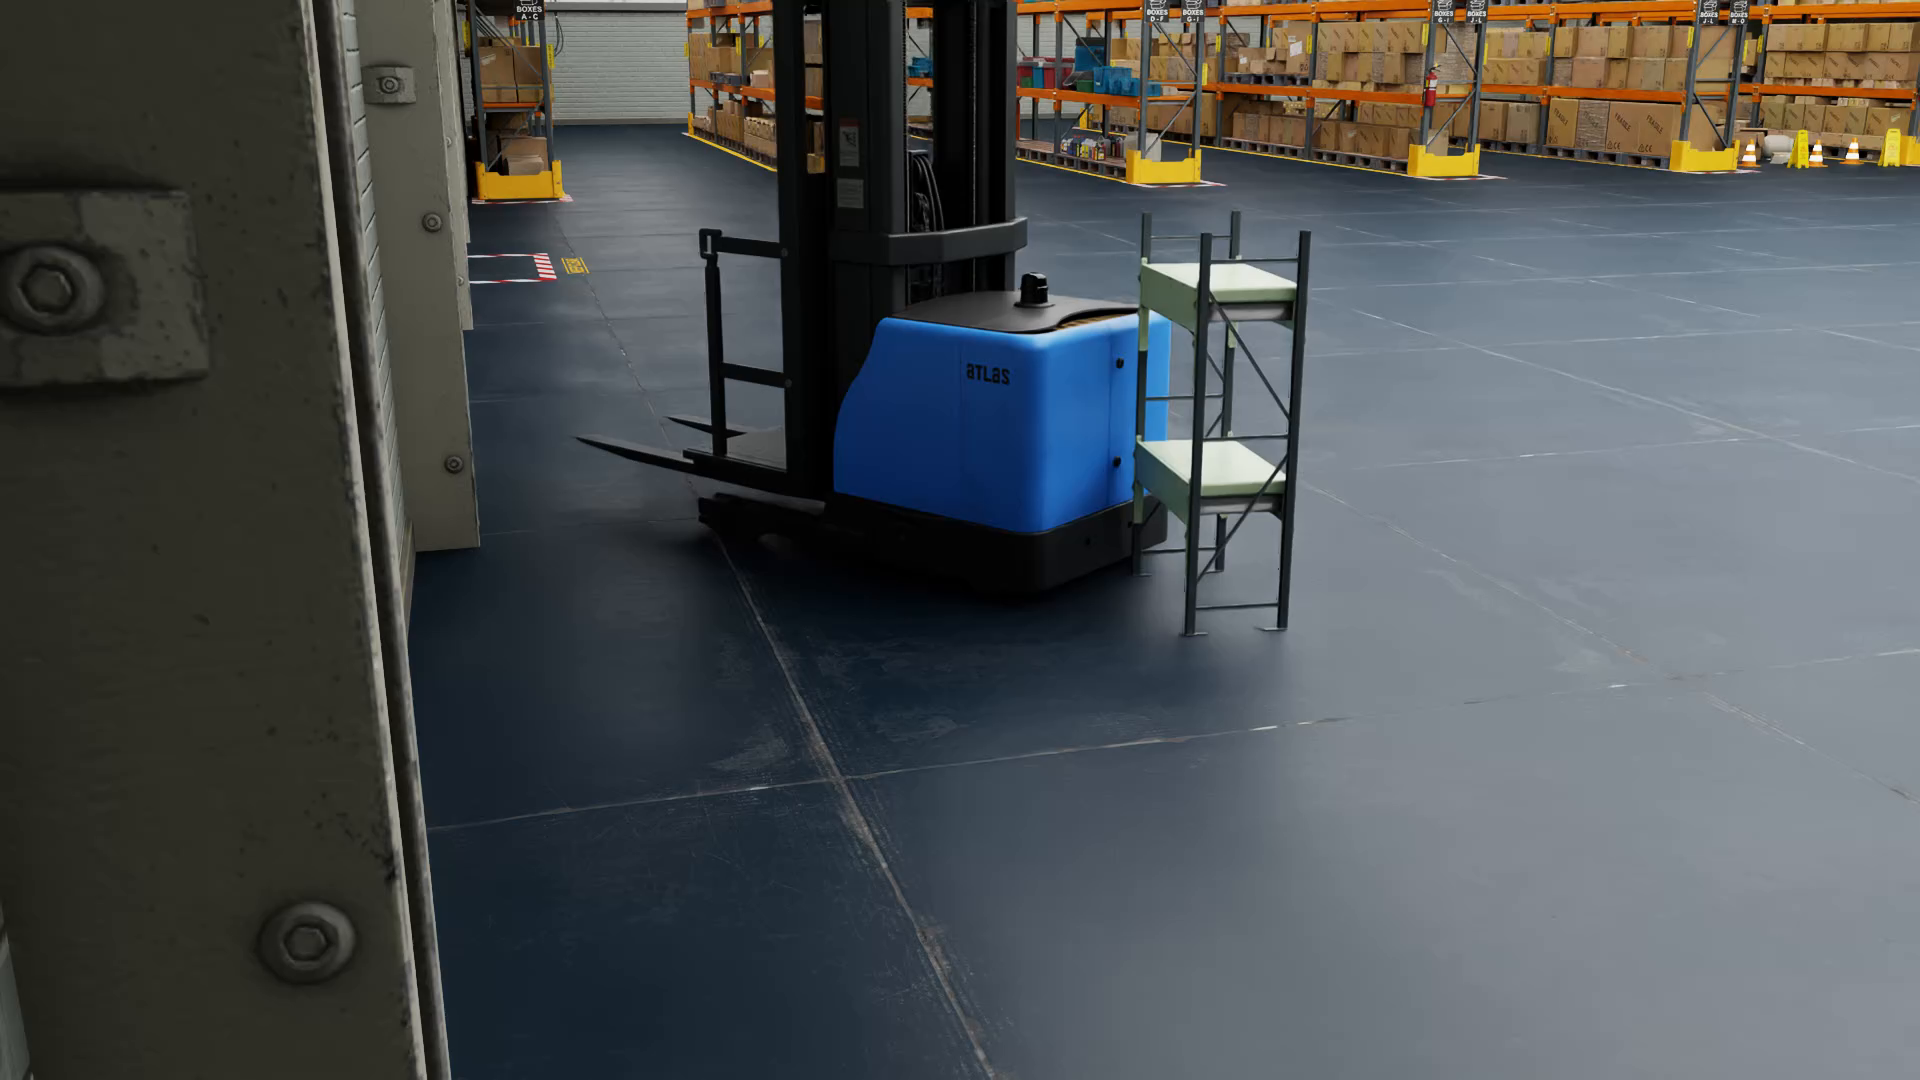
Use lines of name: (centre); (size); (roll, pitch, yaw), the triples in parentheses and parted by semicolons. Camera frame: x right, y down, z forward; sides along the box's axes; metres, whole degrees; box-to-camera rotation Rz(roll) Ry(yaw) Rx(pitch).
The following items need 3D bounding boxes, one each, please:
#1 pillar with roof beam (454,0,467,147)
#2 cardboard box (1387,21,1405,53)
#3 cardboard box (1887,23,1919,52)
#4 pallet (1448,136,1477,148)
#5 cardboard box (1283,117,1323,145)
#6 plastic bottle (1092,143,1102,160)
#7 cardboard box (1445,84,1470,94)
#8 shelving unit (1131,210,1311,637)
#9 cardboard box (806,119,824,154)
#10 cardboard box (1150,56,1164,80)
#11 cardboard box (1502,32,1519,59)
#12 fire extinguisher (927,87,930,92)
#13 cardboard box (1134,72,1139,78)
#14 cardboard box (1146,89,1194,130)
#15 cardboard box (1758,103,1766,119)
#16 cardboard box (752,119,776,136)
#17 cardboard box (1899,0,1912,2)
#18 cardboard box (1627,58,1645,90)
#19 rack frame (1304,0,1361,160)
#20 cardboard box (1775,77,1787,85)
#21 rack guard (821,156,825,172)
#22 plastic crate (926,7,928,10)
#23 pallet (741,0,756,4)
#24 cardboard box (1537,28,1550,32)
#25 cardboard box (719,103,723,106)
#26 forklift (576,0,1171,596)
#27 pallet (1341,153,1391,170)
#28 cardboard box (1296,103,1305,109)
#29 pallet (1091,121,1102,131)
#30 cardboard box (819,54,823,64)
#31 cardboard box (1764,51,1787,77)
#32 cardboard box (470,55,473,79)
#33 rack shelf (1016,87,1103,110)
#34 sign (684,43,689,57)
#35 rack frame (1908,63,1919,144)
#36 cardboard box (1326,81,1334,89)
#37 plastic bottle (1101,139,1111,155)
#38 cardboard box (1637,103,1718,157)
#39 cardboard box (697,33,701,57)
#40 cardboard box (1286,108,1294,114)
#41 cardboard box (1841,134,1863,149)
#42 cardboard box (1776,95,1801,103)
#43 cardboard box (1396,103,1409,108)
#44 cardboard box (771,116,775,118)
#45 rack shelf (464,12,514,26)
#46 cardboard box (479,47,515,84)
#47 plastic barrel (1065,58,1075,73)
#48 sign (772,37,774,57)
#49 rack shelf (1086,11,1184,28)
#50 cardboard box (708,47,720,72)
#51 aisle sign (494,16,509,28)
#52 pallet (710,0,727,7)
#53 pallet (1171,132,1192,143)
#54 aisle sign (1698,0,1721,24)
pillar with roof beam: (-6.431, -12.961, 34.959); (9.100, 9.000, 0.400); (-5, 17, -15)
cardboard box: (7.508, -8.418, 27.832); (0.500, 0.500, 0.500); (-5, 17, -15)
cardboard box: (17.218, -9.055, 29.953); (0.700, 0.500, 0.500); (-5, 17, -17)
pallet: (10.782, -8.496, 35.368); (1.003, 0.211, 1.213); (-5, 17, -15)
cardboard box: (6.679, -7.903, 32.128); (0.700, 0.500, 0.500); (-5, 17, -16)
plastic bottle: (2.308, -6.538, 27.973); (0.152, 0.276, 0.135); (-5, 17, -15)
cardboard box: (8.191, -7.455, 27.494); (0.380, 0.149, 0.250); (-5, 17, -15)
shelving unit: (0.977, -0.470, 6.411); (0.431, 1.500, 0.755); (-3, 17, -10)
cardboard box: (-2.209, -6.340, 26.089); (0.500, 0.500, 0.500); (-5, 17, -15)
cardboard box: (4.628, -10.698, 37.680); (0.500, 0.500, 0.500); (-5, 17, -15)
cardboard box: (11.313, -9.894, 33.265); (0.700, 0.500, 0.500); (-5, 17, -15)
fire extinguisher: (-0.724, -11.374, 40.886); (0.296, 0.674, 0.183); (-5, 17, -15)
cardboard box: (4.272, -10.807, 38.651); (0.380, 0.149, 0.250); (-4, 17, -14)
cardboard box: (4.937, -9.805, 37.844); (1.225, 0.875, 0.875); (-5, 17, -15)
cardboard box: (19.544, -10.256, 39.995); (0.500, 0.500, 0.500); (-4, 17, -13)
cardboard box: (-3.533, -7.608, 30.639); (0.500, 0.311, 0.500); (-5, 17, -17)
cardboard box: (17.101, -9.721, 29.821); (0.380, 0.149, 0.250); (-5, 17, -15)
cardboard box: (12.486, -8.328, 29.703); (0.875, 0.550, 0.550); (-5, 17, -15)
rack frame: (6.940, -8.584, 30.816); (1.000, 3.000, 0.127); (-5, 17, -15)
cardboard box: (16.366, -9.069, 32.867); (0.380, 0.149, 0.250); (-4, 17, -14)
rack guard: (-1.480, -5.492, 24.867); (1.175, 0.500, 0.348); (-5, 17, -15)
plastic crate: (-0.578, -11.989, 37.227); (0.416, 0.233, 0.300); (-5, 17, -15)
pallet: (-3.412, -10.074, 30.890); (1.213, 0.211, 1.003); (-4, 17, -13)
cardboard box: (14.433, -12.526, 40.899); (0.380, 0.149, 0.250); (-5, 17, -16)
cardboard box: (-5.497, -10.004, 39.123); (0.500, 0.500, 0.500); (-5, 17, -15)
forklift: (-0.561, -1.508, 7.376); (3.031, 2.935, 1.130); (13, 21, 37)
pallet: (7.498, -6.728, 29.483); (1.003, 0.211, 1.213); (-5, 17, -15)
cardboard box: (8.637, -10.854, 41.565); (0.380, 0.149, 0.250); (-4, 17, -14)
pallet: (3.938, -10.353, 41.552); (1.003, 0.211, 1.213); (-5, 17, -15)
cardboard box: (-1.918, -7.288, 25.199); (0.380, 0.149, 0.250); (-5, 17, -16)
cardboard box: (16.322, -9.415, 32.889); (0.500, 0.500, 0.500); (-5, 17, -15)
cardboard box: (-8.830, -8.826, 30.894); (0.500, 0.500, 0.500); (-5, 17, -15)
rack shelf: (1.629, -8.402, 31.458); (1.077, 0.370, 4.000); (-5, 17, -15)
sign: (-6.405, -11.493, 38.995); (0.100, 0.325, 0.005); (-5, 17, -15)
rack frame: (17.568, -8.262, 29.741); (1.000, 3.000, 0.127); (-5, 17, -15)
cardboard box: (6.862, -8.244, 30.119); (0.380, 0.149, 0.250); (-5, 17, -15)
plastic bottle: (2.549, -6.872, 29.085); (0.152, 0.276, 0.135); (-5, 17, -15)
cardboard box: (12.587, -7.208, 29.198); (0.875, 0.875, 0.875); (-5, 17, -15)
cardboard box: (-5.591, -11.082, 37.218); (0.500, 0.500, 0.500); (-5, 17, -16)
cardboard box: (8.476, -10.861, 42.102); (0.380, 0.149, 0.250); (-4, 17, -14)
cardboard box: (16.953, -7.492, 31.229); (0.500, 0.250, 0.500); (-5, 17, -15)
cardboard box: (16.348, -8.698, 32.813); (0.380, 0.149, 0.250); (-4, 17, -14)
cardboard box: (10.049, -9.725, 36.927); (0.500, 0.250, 0.500); (-4, 17, -14)
cardboard box: (-3.535, -8.071, 32.687); (0.500, 0.500, 0.500); (-4, 17, -13)
rack shelf: (-10.096, -11.268, 35.786); (1.077, 0.370, 4.000); (-5, 17, -15)
cardboard box: (-6.582, -6.714, 23.511); (0.500, 0.500, 0.500); (-5, 17, -16)
plastic barrel: (2.126, -8.540, 30.432); (0.433, 0.535, 0.433); (0, 17, 0)
sign: (-3.105, -8.273, 27.906); (0.100, 0.325, 0.005); (-5, 17, -15)
rack shelf: (4.192, -12.443, 39.697); (1.077, 0.370, 4.000); (-5, 17, -15)
cardboard box: (-4.869, -10.115, 35.009); (0.700, 0.500, 0.500); (-12, 20, -34)
aisle sign: (-10.377, -12.018, 37.727); (0.394, 0.787, 0.004); (-5, 17, -15)
pallet: (-4.384, -10.889, 33.602); (1.213, 0.211, 1.003); (-5, 17, -15)
pallet: (5.365, -8.916, 36.768); (1.003, 0.211, 1.213); (-5, 17, -15)
aisle sign: (12.568, -9.044, 27.827); (0.394, 0.787, 0.004); (-5, 17, -15)
